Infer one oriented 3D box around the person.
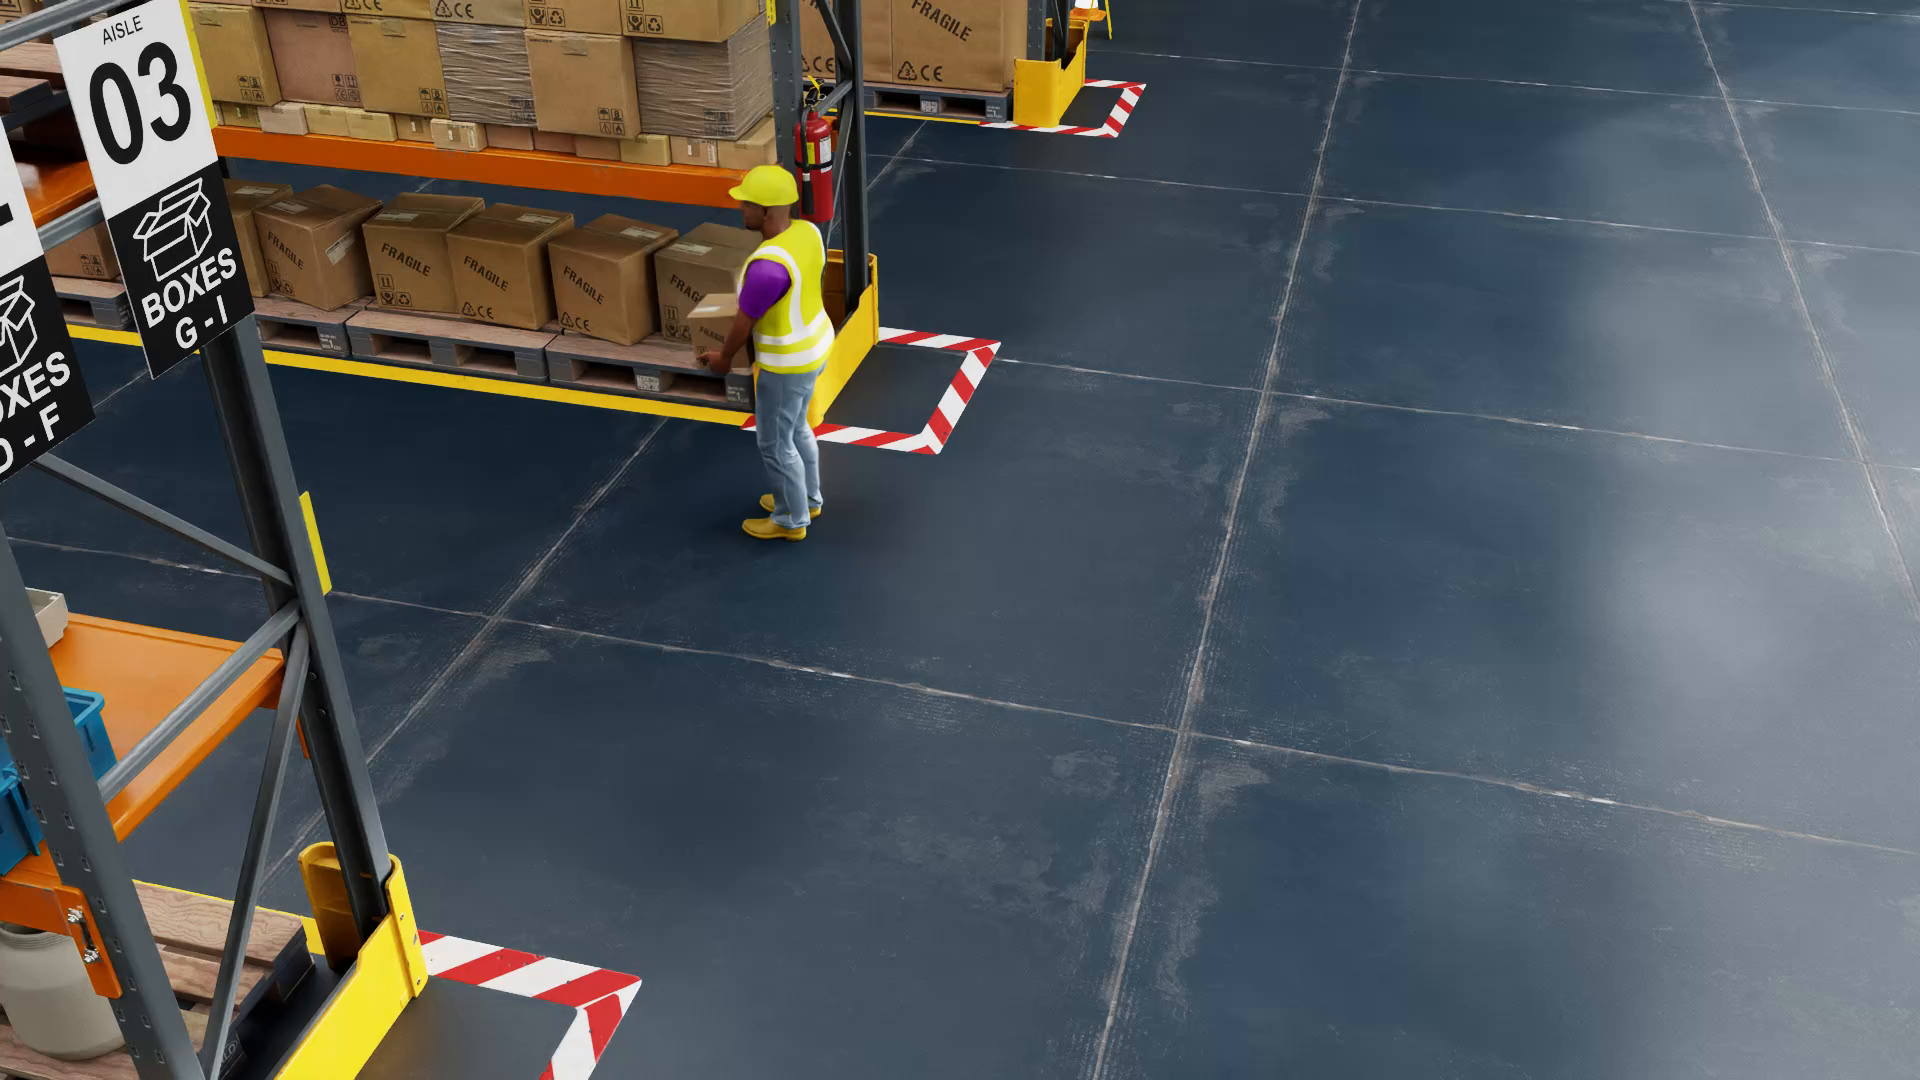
[{"bbox_3d":[-0.861,-0.820,7.400,0.575,1.761,0.505,8,33,12],"label":"person"}]
